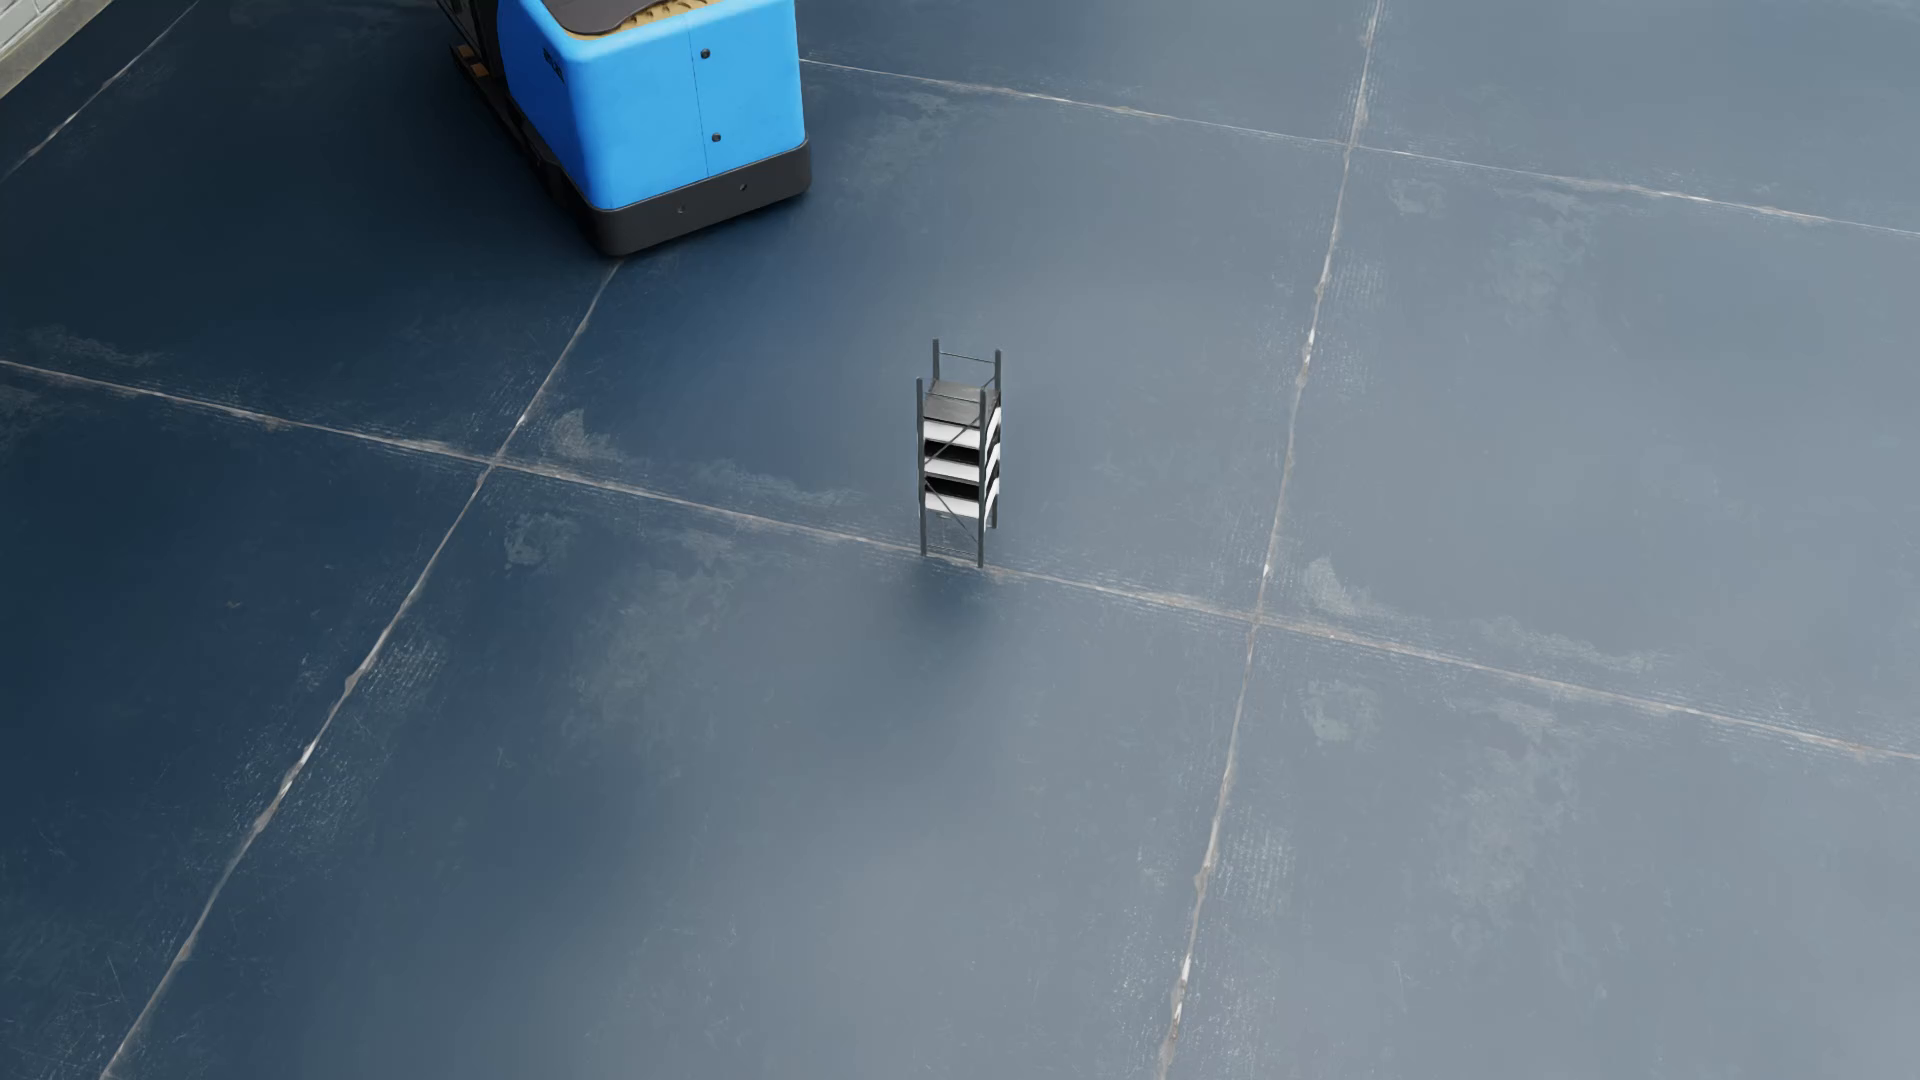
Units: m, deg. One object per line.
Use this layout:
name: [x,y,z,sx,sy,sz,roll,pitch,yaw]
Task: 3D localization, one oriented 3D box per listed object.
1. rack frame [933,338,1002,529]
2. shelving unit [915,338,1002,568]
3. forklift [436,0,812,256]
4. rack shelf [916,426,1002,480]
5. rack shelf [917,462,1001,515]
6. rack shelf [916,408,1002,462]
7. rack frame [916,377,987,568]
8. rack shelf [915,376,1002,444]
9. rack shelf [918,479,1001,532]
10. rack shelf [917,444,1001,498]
rack frame: [0.025,-0.365,5.972,0.240,0.900,0.006,12,50,10]
shelving unit: [-0.002,-0.292,5.907,0.258,0.900,0.210,12,50,10]
forklift: [-1.863,-3.306,7.213,1.130,2.935,3.031,-24,53,-20]
rack shelf: [-0.002,-0.329,5.865,0.258,0.077,0.200,12,50,10]
rack shelf: [-0.002,-0.210,6.000,0.258,0.077,0.200,12,50,10]
rack shelf: [-0.002,-0.389,5.797,0.258,0.077,0.200,12,50,10]
rack frame: [-0.029,-0.218,5.843,0.240,0.900,0.006,12,50,10]
rack shelf: [-0.002,-0.449,5.730,0.258,0.077,0.200,12,50,10]
rack shelf: [-0.002,-0.151,6.067,0.258,0.077,0.200,12,50,10]
rack shelf: [-0.002,-0.270,5.932,0.258,0.077,0.200,12,50,10]
